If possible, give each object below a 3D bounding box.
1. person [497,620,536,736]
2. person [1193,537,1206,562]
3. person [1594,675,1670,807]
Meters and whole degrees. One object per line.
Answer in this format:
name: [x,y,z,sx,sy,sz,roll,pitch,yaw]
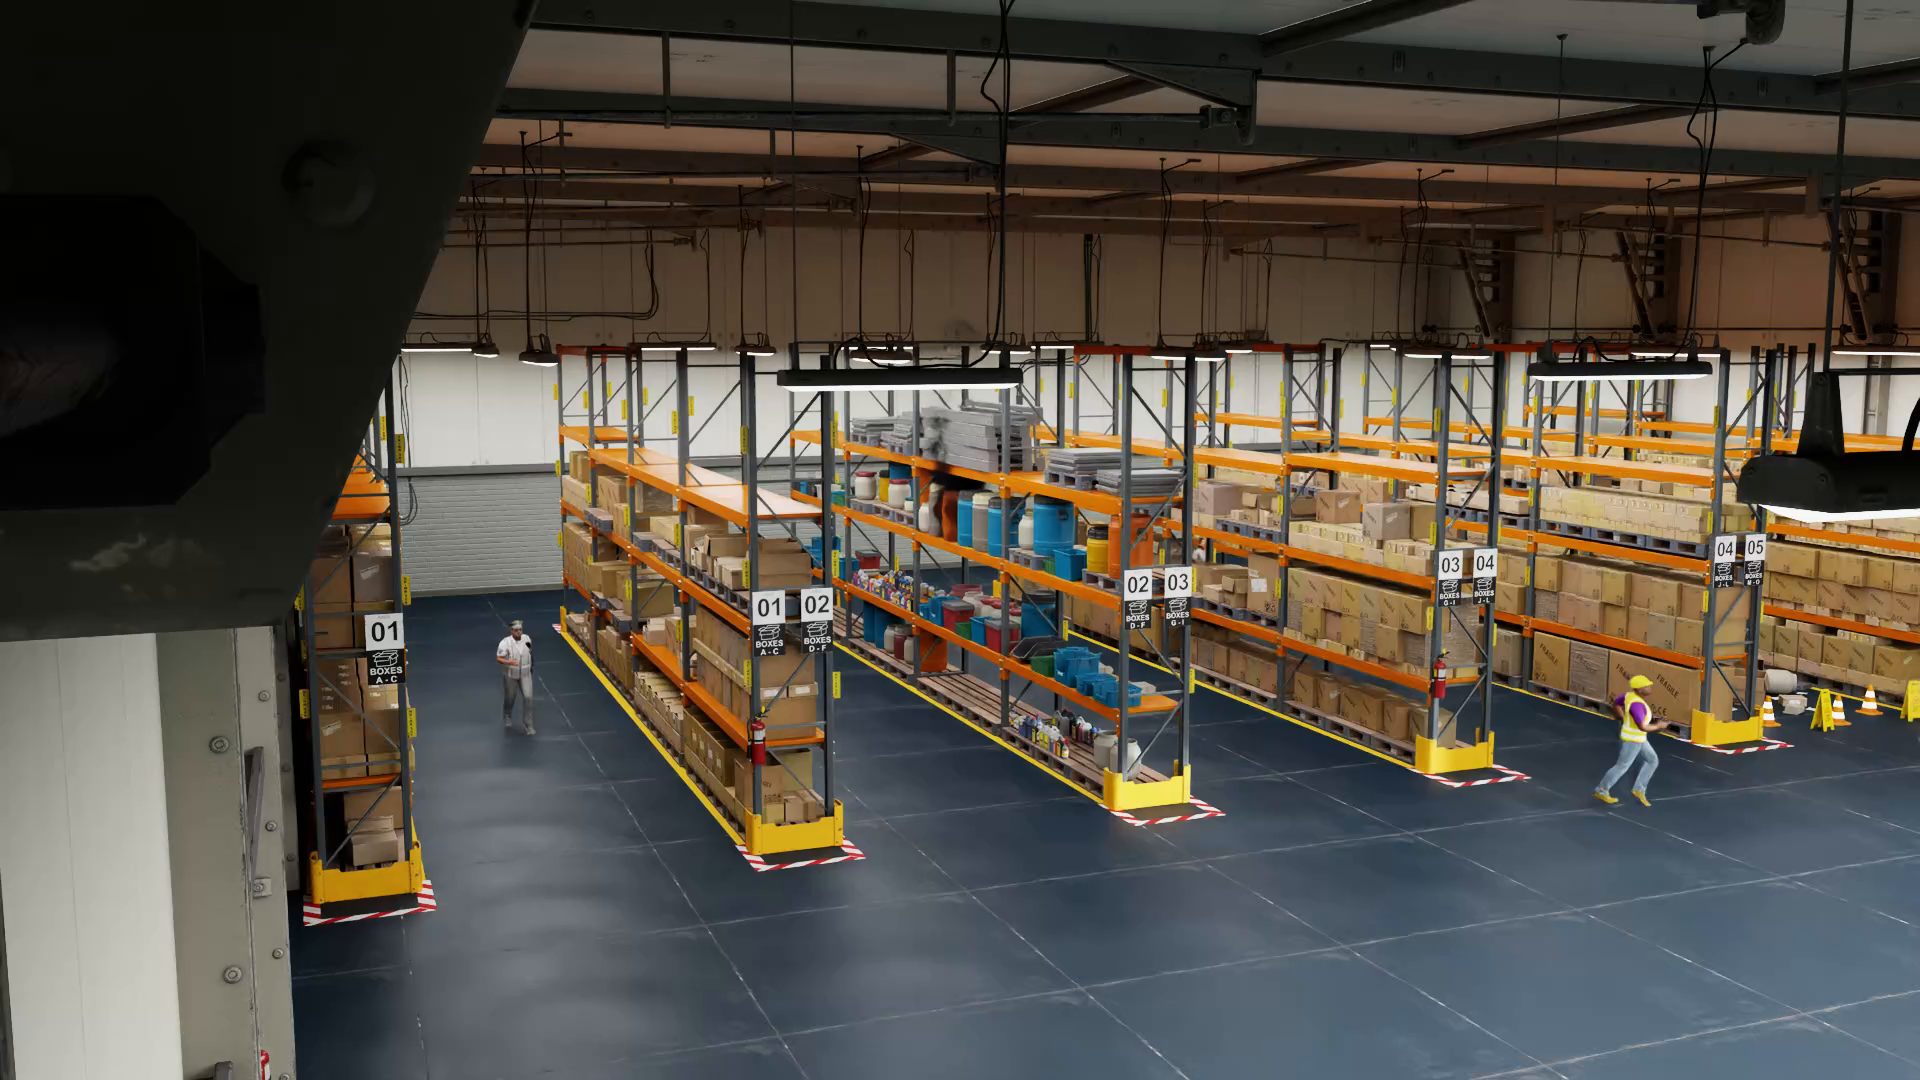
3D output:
person: [-6.990,2.134,26.170,0.608,1.813,0.909,-4,8,-28]
person: [5.425,0.771,37.298,0.576,1.709,0.894,-2,8,-17]
person: [8.918,2.667,22.052,0.888,1.796,0.712,3,8,20]
